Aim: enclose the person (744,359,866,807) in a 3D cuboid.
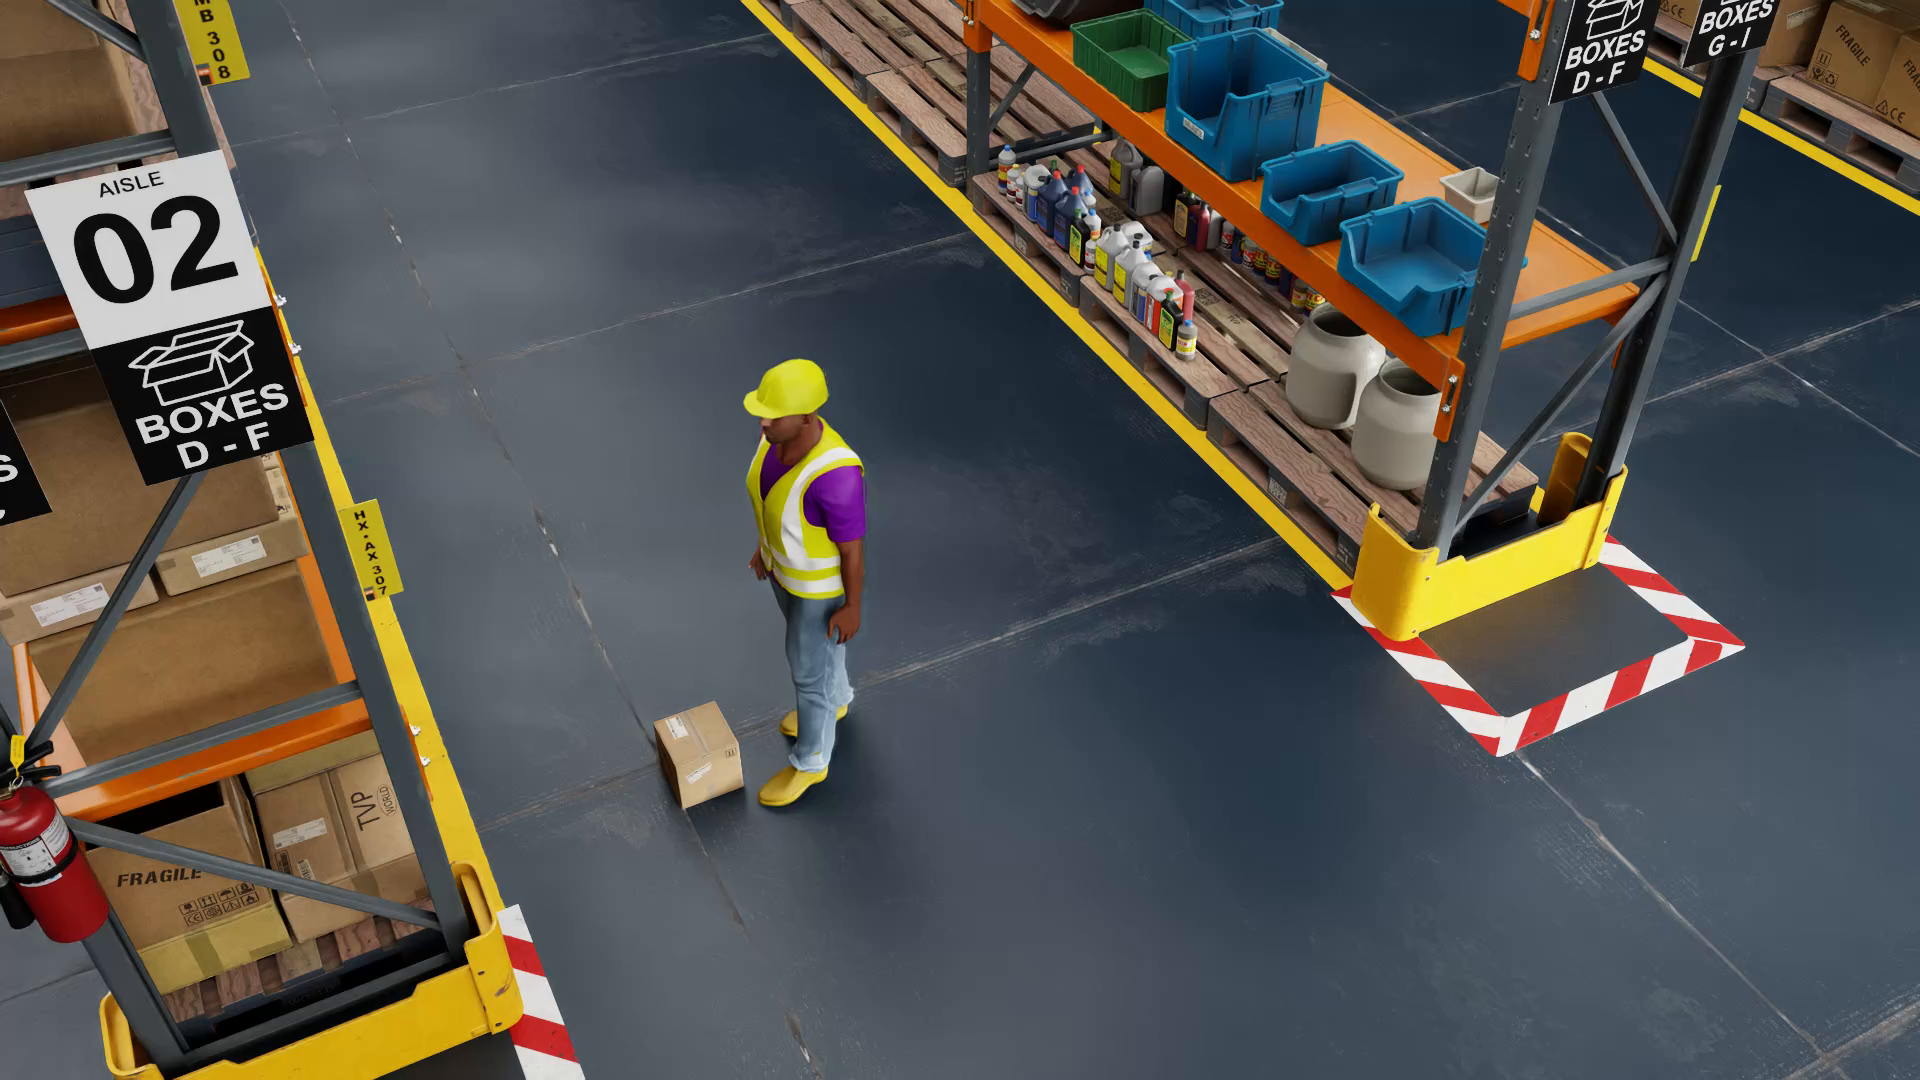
[{"bbox_3d":[-0.625,0.140,5.969,0.571,1.770,0.575,-23,46,-24],"label":"person"}]
